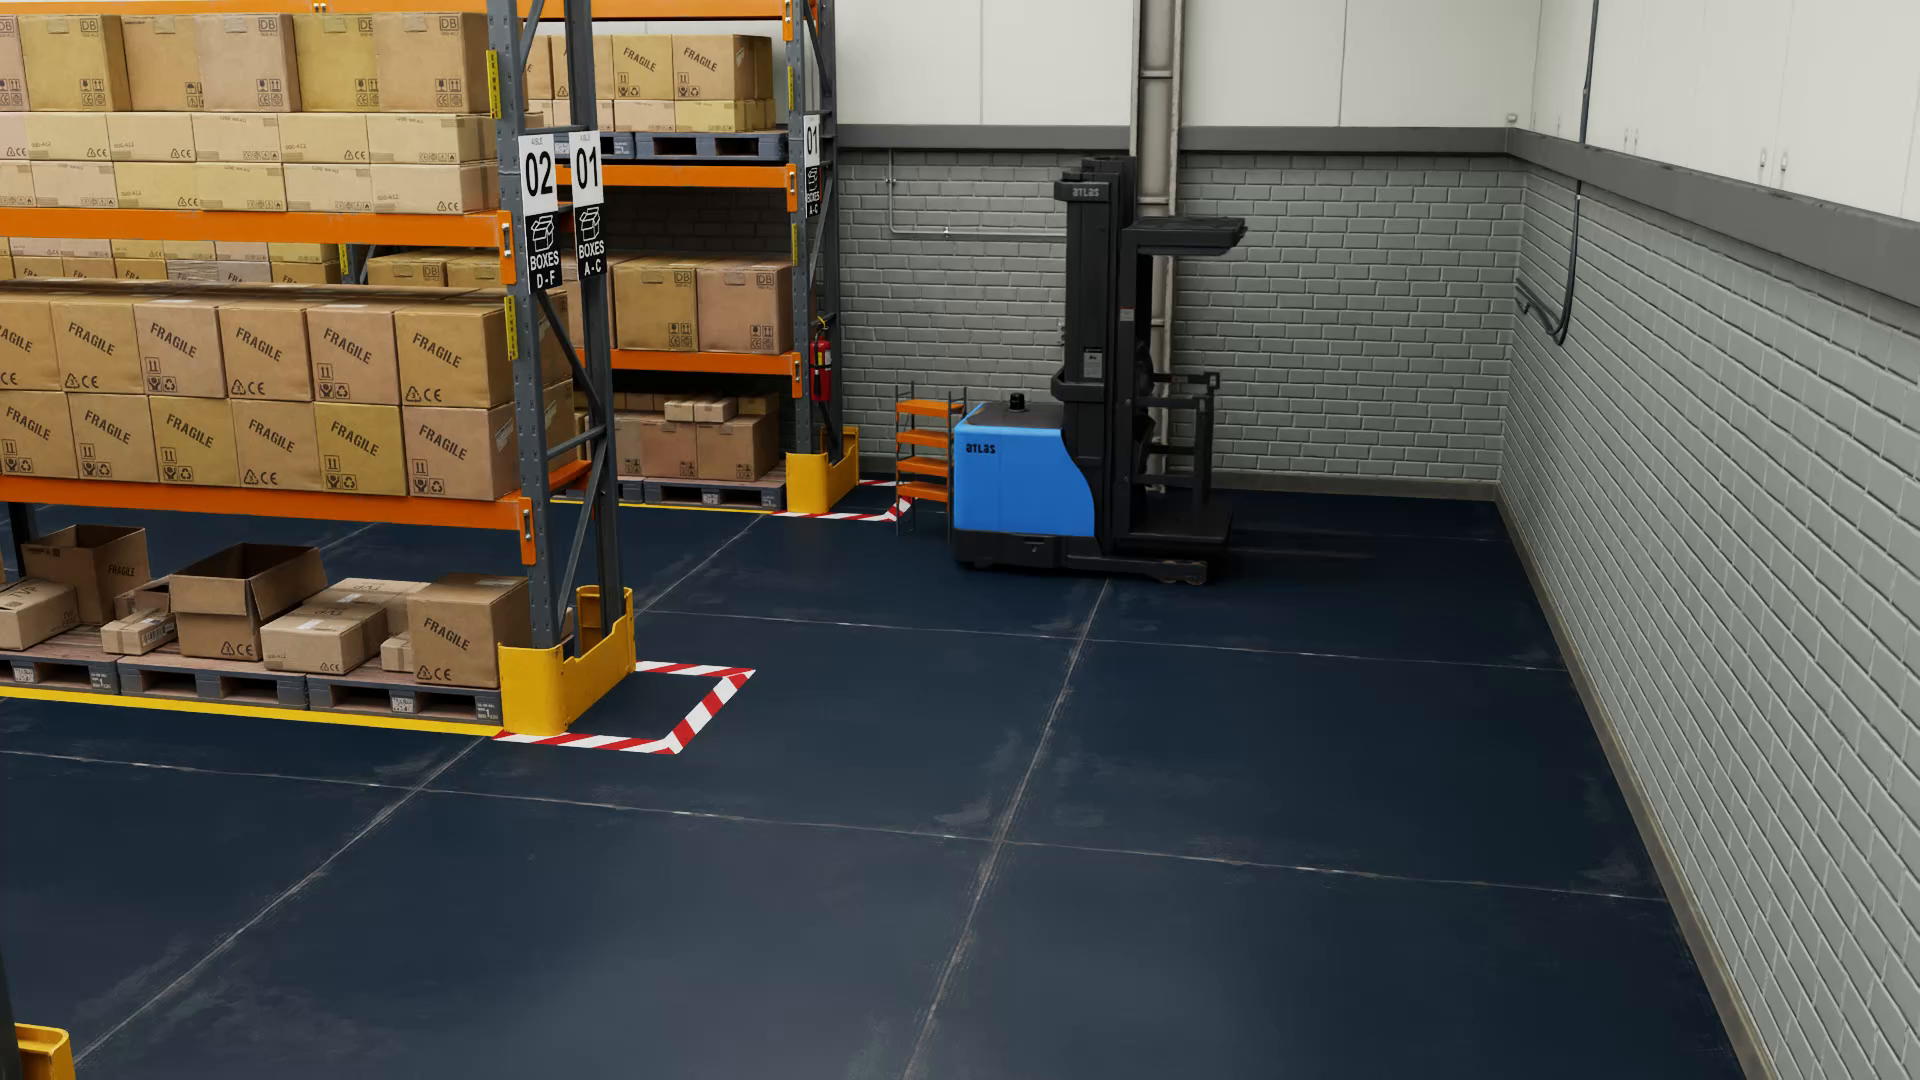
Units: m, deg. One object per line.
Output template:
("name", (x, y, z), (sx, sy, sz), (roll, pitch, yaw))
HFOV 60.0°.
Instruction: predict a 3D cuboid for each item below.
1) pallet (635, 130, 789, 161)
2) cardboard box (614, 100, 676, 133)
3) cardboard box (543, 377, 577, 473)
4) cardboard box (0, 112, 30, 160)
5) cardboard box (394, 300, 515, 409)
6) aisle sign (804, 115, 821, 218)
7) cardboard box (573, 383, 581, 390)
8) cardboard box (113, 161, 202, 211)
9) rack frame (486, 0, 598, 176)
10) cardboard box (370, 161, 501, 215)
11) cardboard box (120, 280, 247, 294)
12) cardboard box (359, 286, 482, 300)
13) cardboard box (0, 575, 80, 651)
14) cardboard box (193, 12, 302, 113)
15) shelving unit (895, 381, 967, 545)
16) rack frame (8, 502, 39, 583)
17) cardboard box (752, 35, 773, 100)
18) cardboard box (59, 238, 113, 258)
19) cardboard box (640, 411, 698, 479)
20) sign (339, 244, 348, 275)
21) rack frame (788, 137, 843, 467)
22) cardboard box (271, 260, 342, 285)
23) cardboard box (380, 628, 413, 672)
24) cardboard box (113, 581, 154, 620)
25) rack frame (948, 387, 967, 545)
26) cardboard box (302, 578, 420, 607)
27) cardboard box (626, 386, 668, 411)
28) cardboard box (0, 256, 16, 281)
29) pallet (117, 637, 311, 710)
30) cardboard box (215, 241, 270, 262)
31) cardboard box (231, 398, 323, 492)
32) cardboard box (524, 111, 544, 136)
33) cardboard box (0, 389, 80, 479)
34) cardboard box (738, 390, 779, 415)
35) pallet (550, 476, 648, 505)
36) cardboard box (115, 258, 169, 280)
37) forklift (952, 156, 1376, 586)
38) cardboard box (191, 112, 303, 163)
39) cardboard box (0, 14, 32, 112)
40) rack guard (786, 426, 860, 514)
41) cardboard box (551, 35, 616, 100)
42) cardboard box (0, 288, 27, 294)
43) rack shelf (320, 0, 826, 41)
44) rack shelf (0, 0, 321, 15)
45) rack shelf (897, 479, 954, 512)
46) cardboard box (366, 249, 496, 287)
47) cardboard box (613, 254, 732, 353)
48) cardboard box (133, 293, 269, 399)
("pallet", (-1.921, -3.259, 13.687), (1.213, 0.211, 1.003), (3, 16, 11))
("cardboard box", (-2.472, -3.441, 13.482), (0.500, 0.250, 0.500), (3, 16, 9))
("cardboard box", (-2.557, -0.665, 9.585), (0.500, 0.500, 0.500), (3, 16, 12))
("cardboard box", (-5.178, -2.234, 9.163), (0.500, 0.250, 0.500), (3, 16, 11))
("cardboard box", (-2.666, -1.006, 8.943), (0.500, 0.500, 0.500), (3, 16, 11))
("aisle sign", (-1.181, -2.990, 13.299), (0.004, 0.787, 0.394), (3, 16, 11))
("cardboard box", (-3.479, -1.281, 14.678), (0.250, 0.149, 0.380), (3, 16, 12))
("cardboard box", (-4.198, -1.939, 9.034), (0.500, 0.250, 0.500), (3, 16, 11))
("rack frame", (-2.175, -3.415, 8.463), (0.127, 3.000, 1.000), (3, 16, 11))
("cardboard box", (-2.731, -1.855, 8.733), (0.500, 0.250, 0.500), (3, 16, 11))
("cardboard box", (-4.551, -1.254, 9.840), (0.500, 0.500, 0.500), (3, 16, 12))
("cardboard box", (-3.071, -1.172, 9.544), (0.500, 0.500, 0.500), (3, 16, 12))
("cardboard box", (-5.727, 0.426, 10.047), (0.500, 0.311, 0.500), (3, 16, 11))
("cardboard box", (-3.666, -2.570, 8.971), (0.500, 0.500, 0.700), (3, 16, 11))
("shelving unit", (-0.225, -0.604, 12.925), (0.503, 1.200, 0.258), (10, 18, 32))
("rack frame", (-6.095, -0.737, 10.032), (0.127, 3.000, 1.000), (3, 16, 11))
("cardboard box", (-1.859, -3.907, 13.761), (0.500, 0.500, 0.500), (2, 16, 9))
("cardboard box", (-7.620, -2.662, 14.798), (0.500, 0.250, 0.500), (3, 16, 11))
("cardboard box", (-2.388, -0.855, 14.356), (0.500, 0.500, 0.700), (3, 16, 11))
("sign", (-5.210, -2.410, 14.053), (0.005, 0.325, 0.100), (3, 16, 11))
("rack frame", (-1.192, -1.820, 13.943), (0.127, 3.000, 1.000), (3, 16, 11))
("cardboard box", (-5.614, -2.192, 14.506), (0.500, 0.500, 0.500), (3, 16, 10))
("cardboard box", (-3.136, 0.620, 9.618), (0.250, 0.166, 0.380), (3, 16, 11))
("cardboard box", (-5.101, 0.386, 10.497), (0.250, 0.149, 0.380), (3, 16, 11))
("rack frame", (-0.020, -0.569, 12.797), (0.015, 1.200, 0.240), (10, 18, 32))
("cardboard box", (-3.631, 0.433, 10.137), (0.500, 0.250, 0.500), (3, 16, 11))
("cardboard box", (-2.726, -1.240, 14.532), (0.250, 0.149, 0.380), (3, 16, 12))
("cardboard box", (-8.606, -2.354, 15.088), (0.500, 0.500, 0.500), (4, 16, 13))
("pallet", (-4.223, 0.709, 10.039), (1.213, 0.211, 1.003), (3, 16, 11))
("cardboard box", (-6.119, -2.583, 14.510), (0.500, 0.250, 0.500), (3, 16, 12))
("cardboard box", (-3.665, -0.579, 9.277), (0.500, 0.500, 0.500), (3, 16, 12))
("cardboard box", (-2.627, -2.233, 9.161), (0.500, 0.250, 0.500), (3, 16, 11))
("cardboard box", (-5.147, -0.660, 9.568), (0.500, 0.500, 0.500), (3, 16, 12))
("cardboard box", (-1.735, -1.187, 14.339), (0.250, 0.149, 0.380), (3, 16, 11))
("pallet", (-3.183, -0.564, 14.631), (1.213, 0.211, 1.003), (3, 16, 11))
("cardboard box", (-7.097, -2.271, 14.790), (0.500, 0.500, 0.500), (4, 16, 13))
("forklift", (1.514, -1.242, 11.986), (3.031, 2.935, 1.130), (3, 16, 12))
("cardboard box", (-3.709, -2.153, 8.870), (0.500, 0.250, 0.500), (3, 16, 11))
("cardboard box", (-5.149, -2.633, 9.197), (0.500, 0.500, 0.700), (3, 16, 11))
("rack guard", (-1.168, -0.614, 14.272), (0.348, 0.500, 1.175), (3, 16, 11))
("cardboard box", (-2.964, -3.828, 13.474), (0.500, 0.500, 0.500), (2, 16, 9))
("cardboard box", (-5.689, -1.168, 9.529), (0.500, 0.500, 0.500), (4, 16, 13))
("rack shelf", (-3.152, -4.278, 13.675), (4.000, 0.370, 1.077), (3, 16, 11))
("rack shelf", (-7.071, -4.491, 14.444), (4.000, 0.370, 1.077), (3, 16, 11))
("rack shelf", (-0.225, -0.348, 12.996), (0.480, 0.148, 0.258), (10, 18, 32))
("cardboard box", (-4.583, -2.144, 14.551), (0.700, 0.700, 0.980), (3, 16, 12))
("cardboard box", (-2.409, -2.025, 14.120), (0.700, 0.700, 0.980), (3, 16, 11))
("cardboard box", (-4.174, -1.086, 9.233), (0.500, 0.500, 0.500), (4, 16, 13))
